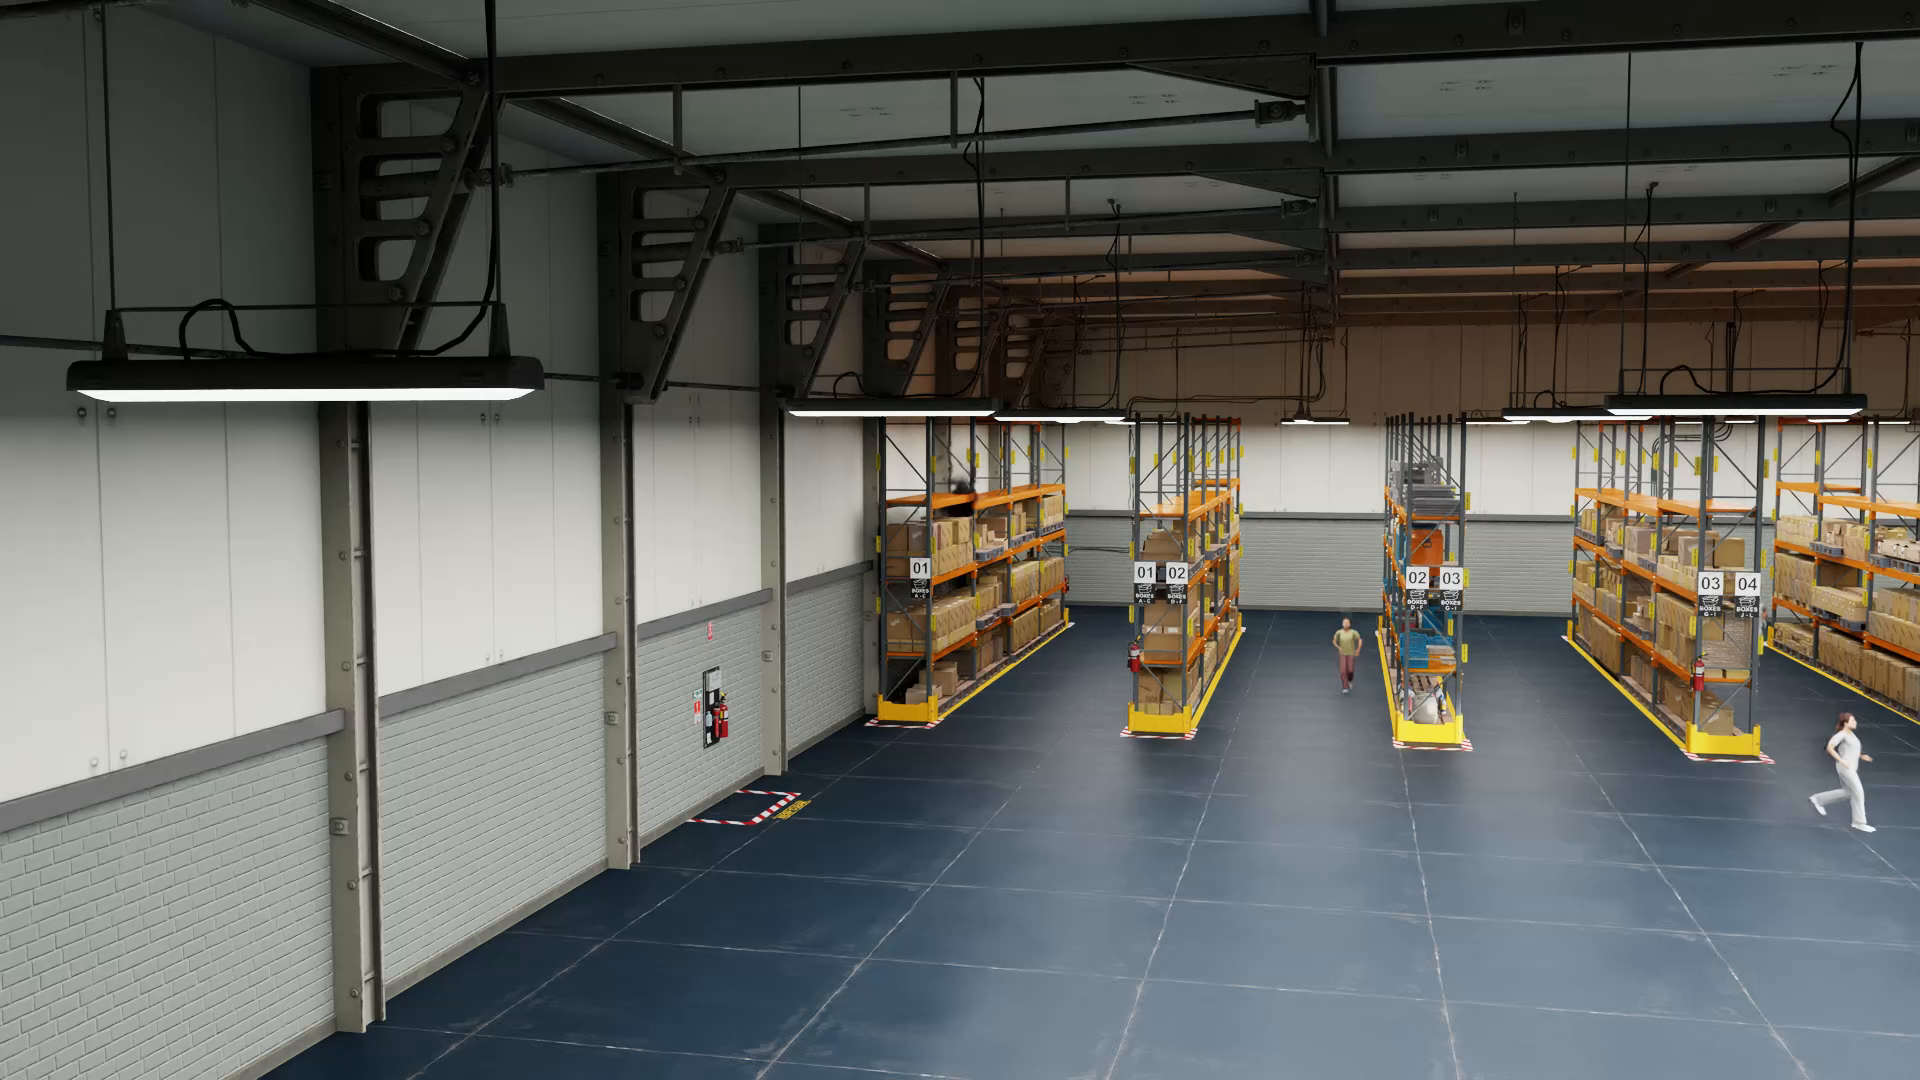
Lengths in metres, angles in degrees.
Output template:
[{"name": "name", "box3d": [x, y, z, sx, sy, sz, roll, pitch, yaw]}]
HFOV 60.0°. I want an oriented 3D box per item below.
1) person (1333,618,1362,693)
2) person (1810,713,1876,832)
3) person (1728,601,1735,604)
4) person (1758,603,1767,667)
[{"name": "person", "box3d": [8.334, 2.480, 35.816, 0.605, 1.625, 0.561, 1, 4, 14]}, {"name": "person", "box3d": [12.642, 3.295, 23.795, 0.879, 1.663, 0.567, 3, 5, 42]}, {"name": "person", "box3d": [19.793, 1.947, 42.856, 0.740, 1.753, 1.011, 2, 4, 29]}, {"name": "person", "box3d": [19.067, 2.134, 39.965, 0.602, 1.820, 0.802, 1, 4, 20]}]
